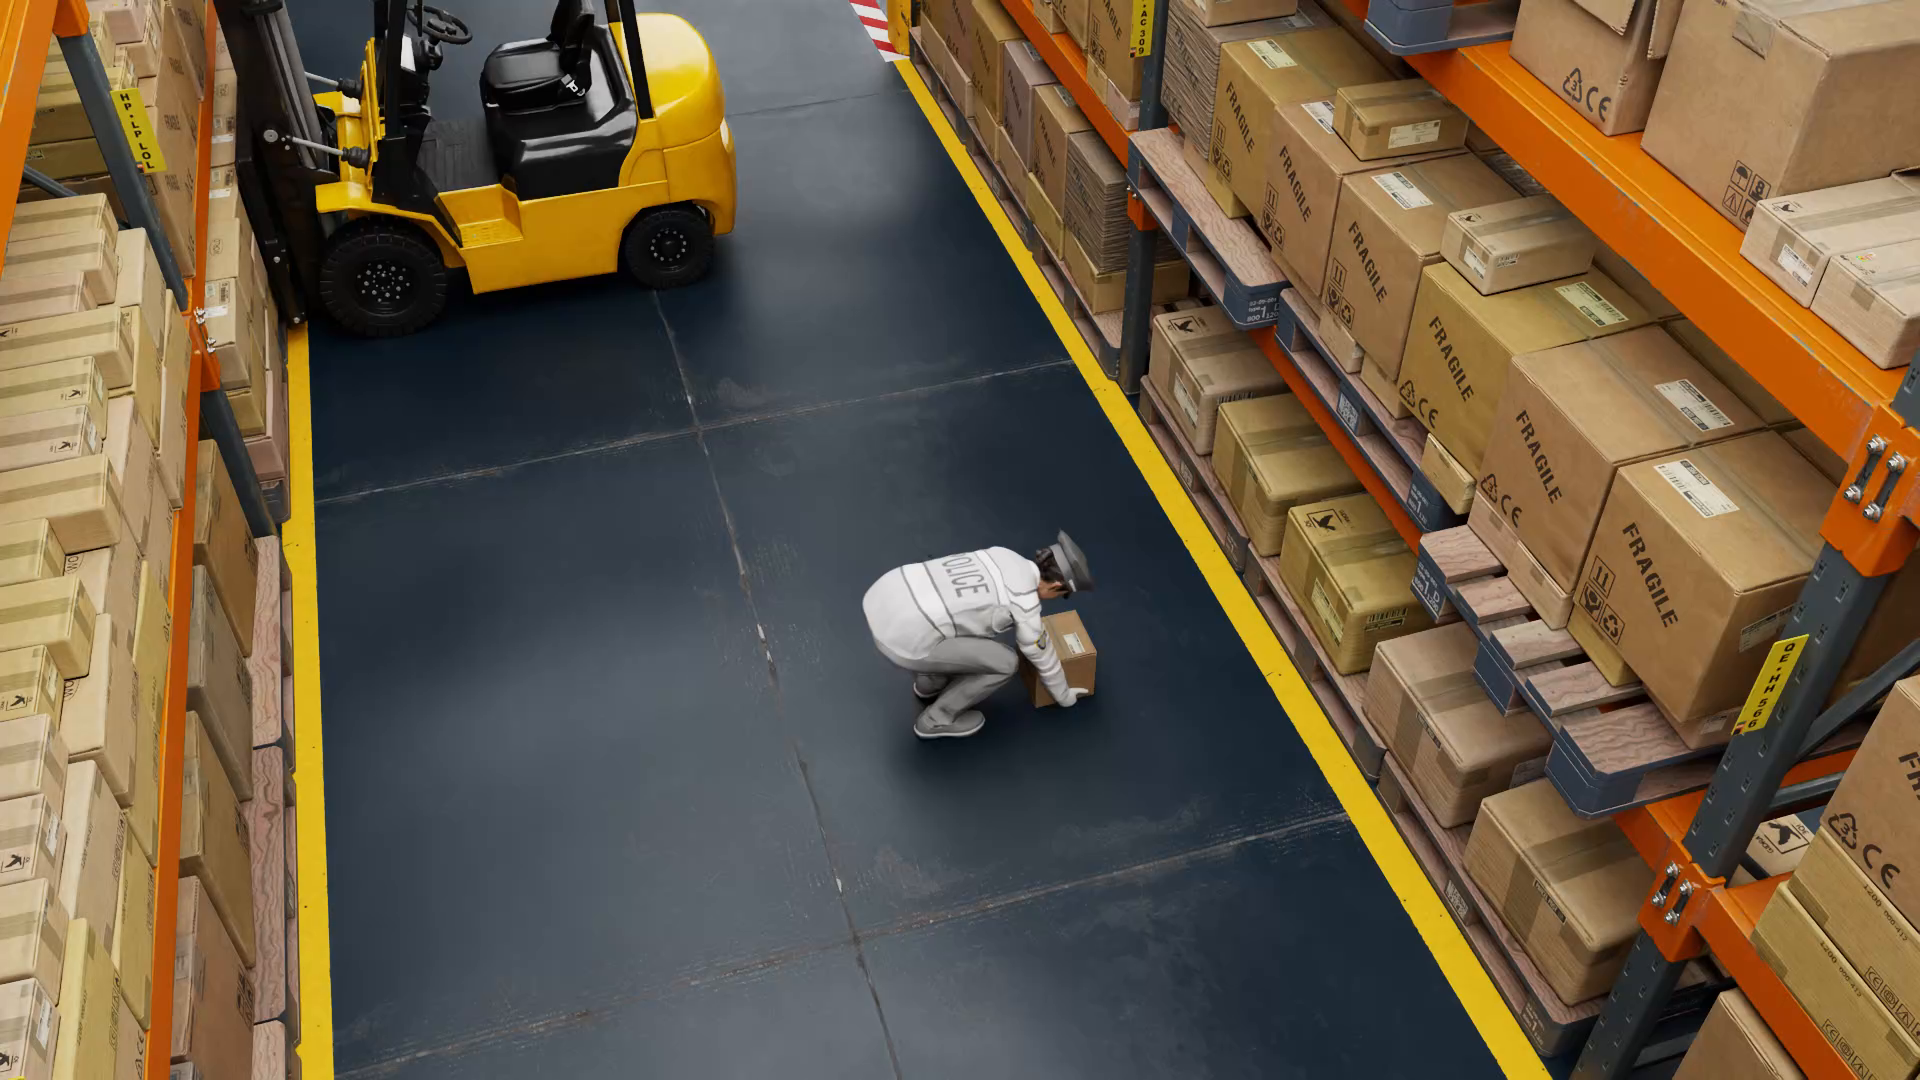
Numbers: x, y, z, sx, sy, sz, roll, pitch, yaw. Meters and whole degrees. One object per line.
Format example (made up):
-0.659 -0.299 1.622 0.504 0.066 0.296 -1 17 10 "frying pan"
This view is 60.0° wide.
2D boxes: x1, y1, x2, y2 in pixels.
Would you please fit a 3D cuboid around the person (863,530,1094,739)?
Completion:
0.088 0.368 6.451 0.913 0.759 0.444 -13 44 -14 "person"
